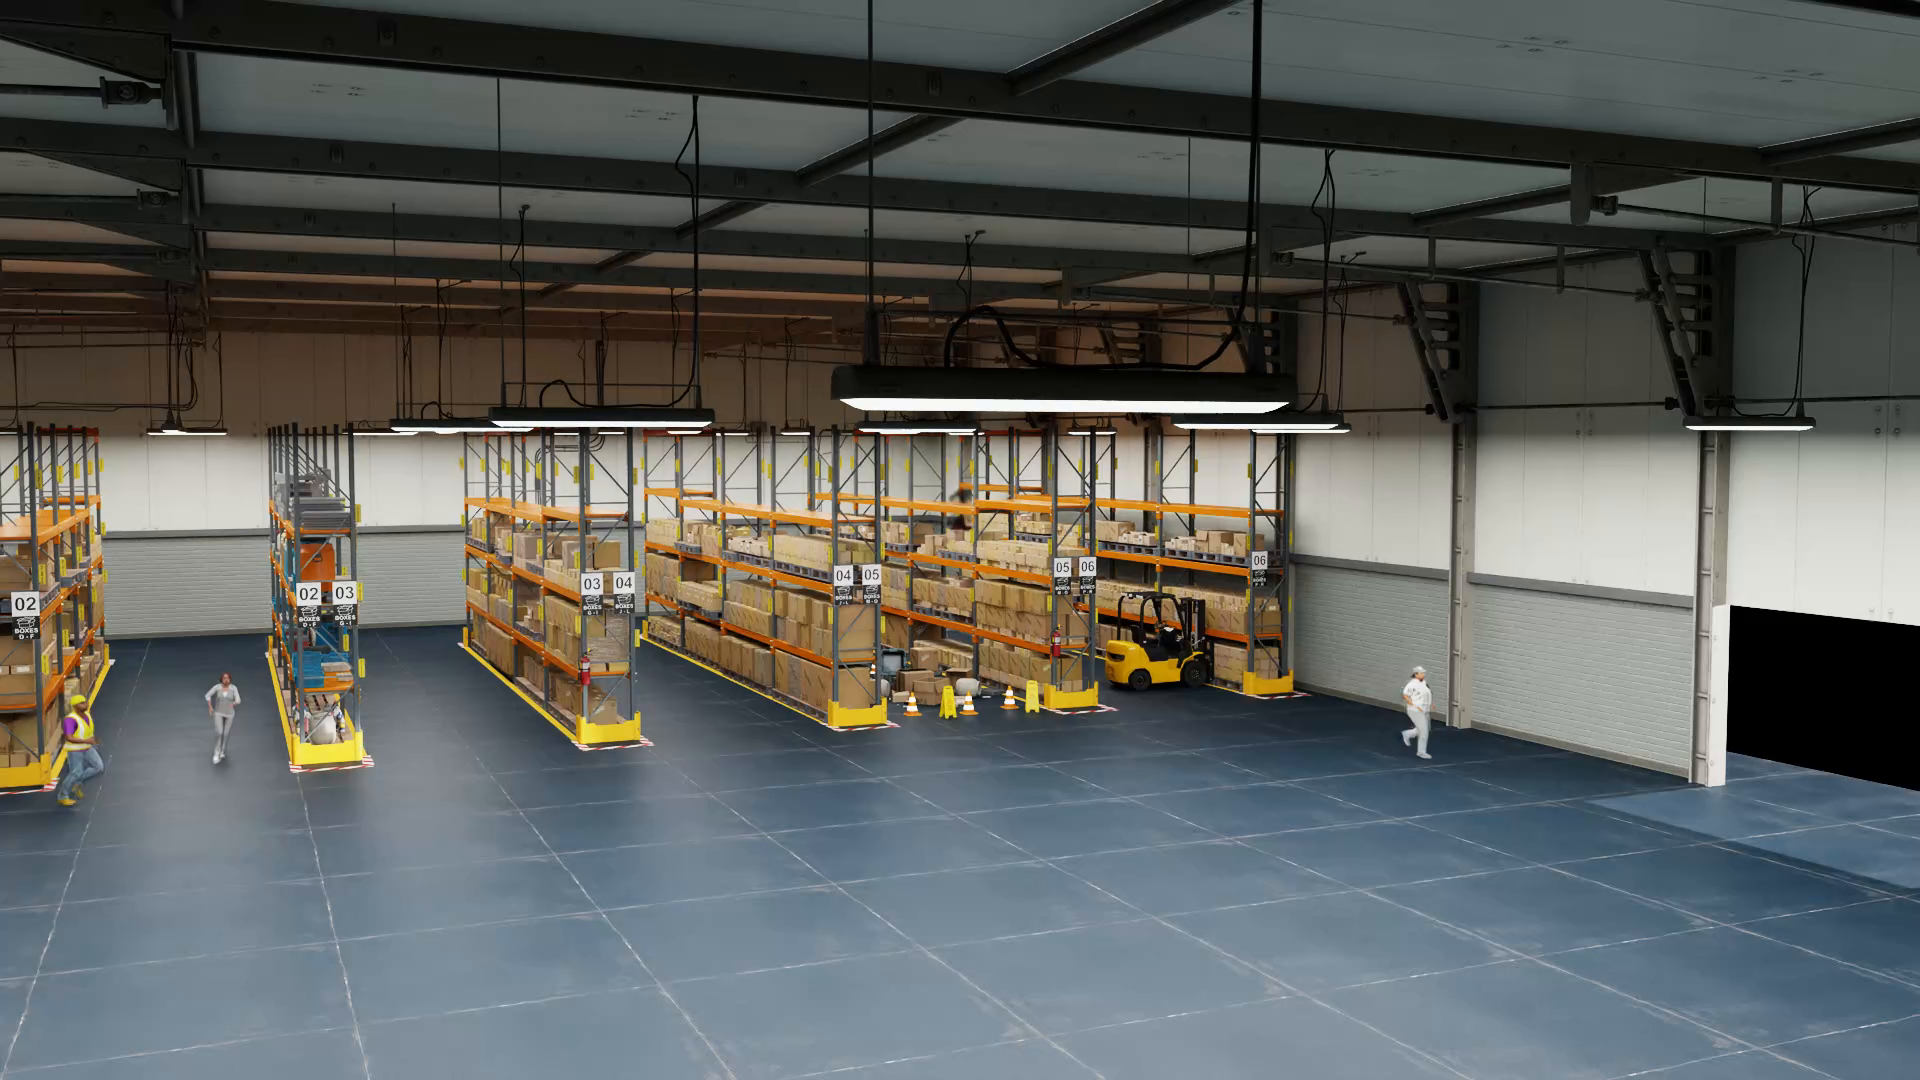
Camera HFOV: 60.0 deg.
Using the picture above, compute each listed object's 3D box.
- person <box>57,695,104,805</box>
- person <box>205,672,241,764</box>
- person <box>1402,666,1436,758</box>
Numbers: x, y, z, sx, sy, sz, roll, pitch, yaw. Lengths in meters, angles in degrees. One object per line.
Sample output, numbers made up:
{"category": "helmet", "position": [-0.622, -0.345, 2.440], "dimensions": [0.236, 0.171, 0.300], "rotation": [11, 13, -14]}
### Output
{"category": "person", "position": [-13.737, 3.264, 26.022], "dimensions": [0.748, 1.717, 0.728], "rotation": [0, 4, 8]}
{"category": "person", "position": [-13.046, 3.143, 29.466], "dimensions": [0.518, 1.617, 0.685], "rotation": [-2, 4, -34]}
{"category": "person", "position": [8.225, 3.091, 29.981], "dimensions": [0.608, 1.641, 0.670], "rotation": [-3, 5, -44]}
